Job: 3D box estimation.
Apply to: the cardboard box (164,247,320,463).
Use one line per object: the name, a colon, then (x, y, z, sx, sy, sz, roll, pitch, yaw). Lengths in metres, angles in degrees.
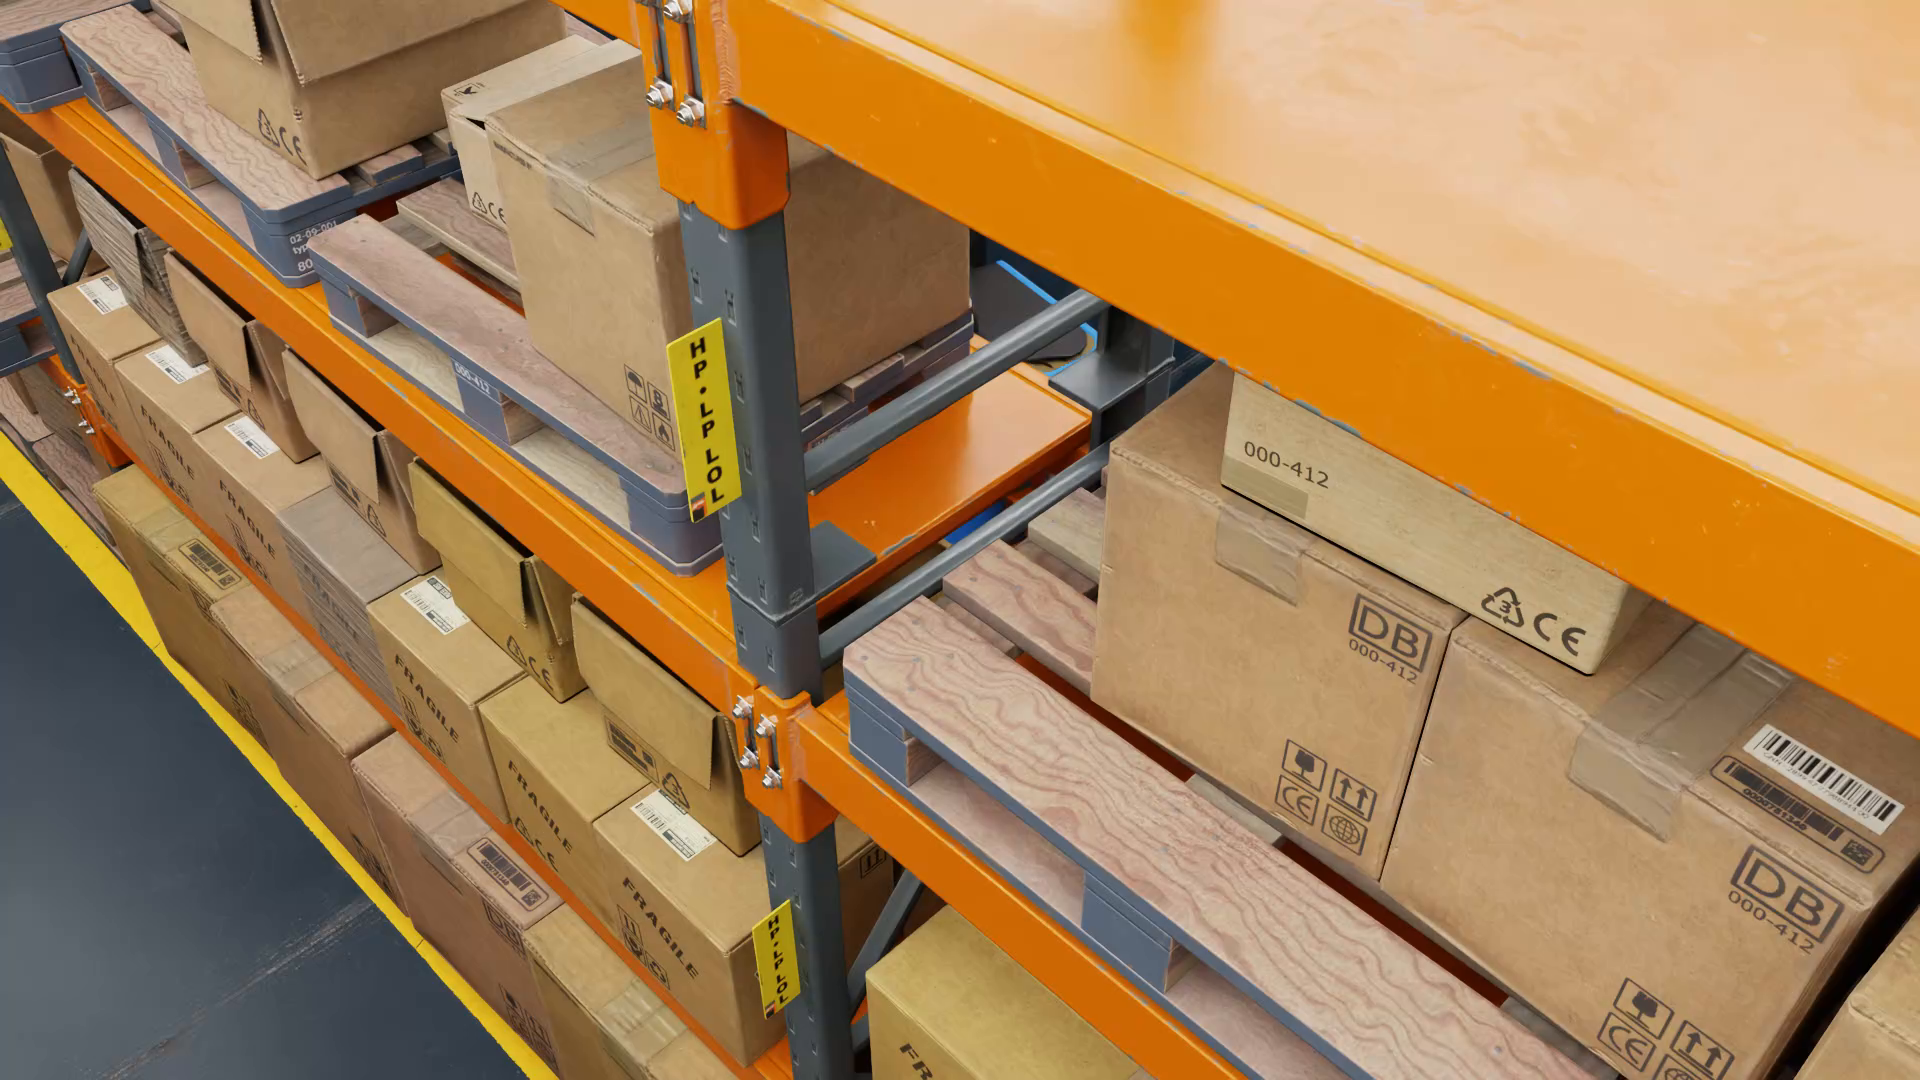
cardboard box: (-1.848, -0.680, 4.962, 0.797, 0.503, 0.637, -33, 52, -30)

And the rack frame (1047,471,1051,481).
rack frame: (0.405, -0.001, 6.478, 0.200, 1.050, 0.008, -26, 49, -25)

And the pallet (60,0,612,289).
pallet: (-1.527, -1.160, 4.224, 1.003, 0.211, 1.213, -32, 51, -30)

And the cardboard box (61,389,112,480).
cardboard box: (-3.298, -0.504, 7.103, 0.500, 0.500, 0.700, 31, 51, 29)

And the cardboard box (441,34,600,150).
cardboard box: (-0.932, -0.977, 3.762, 0.250, 0.149, 0.380, 32, 52, 30)

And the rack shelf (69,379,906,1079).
rack shelf: (-1.399, 0.277, 5.270, 1.077, 0.370, 4.000, -34, 53, -31)

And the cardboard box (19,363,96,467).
cardboard box: (-3.699, -0.764, 7.385, 0.500, 0.500, 0.700, 30, 50, 28)

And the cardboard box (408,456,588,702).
cardboard box: (-0.920, -0.069, 4.302, 0.797, 0.503, 0.637, -33, 52, -31)

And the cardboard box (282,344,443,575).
cardboard box: (-1.370, -0.360, 4.617, 0.797, 0.503, 0.637, -32, 52, -30)

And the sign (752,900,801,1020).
sign: (-0.364, 0.843, 3.333, 0.100, 0.325, 0.005, -34, 53, -31)

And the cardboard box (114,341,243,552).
cardboard box: (-2.295, -0.374, 5.371, 0.500, 0.500, 0.500, 33, 52, 30)

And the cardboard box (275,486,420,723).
cardboard box: (-1.579, 0.112, 4.845, 0.500, 0.500, 0.500, -34, 52, -31)

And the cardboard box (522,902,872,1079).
cardboard box: (-0.452, 1.302, 4.887, 1.225, 0.875, 0.875, -34, 52, -31)

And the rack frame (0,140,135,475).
rack frame: (-2.811, -0.948, 6.066, 1.000, 3.000, 0.127, -34, 53, -31)

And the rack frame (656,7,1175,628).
rack frame: (0.014, -1.229, 1.950, 1.000, 3.000, 0.127, -34, 53, -31)

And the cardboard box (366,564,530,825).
cardboard box: (-1.228, 0.355, 4.582, 0.500, 0.500, 0.500, 34, 52, 31)

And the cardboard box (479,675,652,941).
cardboard box: (-0.855, 0.602, 4.314, 0.500, 0.500, 0.500, -32, 52, -30)

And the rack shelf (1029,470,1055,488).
rack shelf: (0.334, -0.269, 6.365, 0.215, 0.259, 0.240, -26, 49, -25)

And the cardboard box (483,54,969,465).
cardboard box: (-0.403, -0.592, 3.088, 0.700, 0.500, 0.500, -33, 52, -30)

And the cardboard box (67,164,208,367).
cardboard box: (-2.306, -0.994, 5.303, 0.797, 0.503, 0.637, -32, 52, -30)

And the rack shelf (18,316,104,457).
rack shelf: (-4.224, -1.645, 7.350, 1.077, 0.370, 4.000, -34, 53, -31)

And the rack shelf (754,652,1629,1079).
rack shelf: (1.426, 1.098, 2.172, 1.077, 0.370, 4.000, -34, 53, -31)

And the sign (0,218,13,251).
sign: (-3.189, -1.079, 5.413, 0.100, 0.325, 0.005, -34, 53, -31)

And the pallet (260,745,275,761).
pallet: (-2.308, 0.491, 6.563, 1.003, 0.211, 1.213, -34, 53, -31)

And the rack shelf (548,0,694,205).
rack shelf: (-1.399, -1.779, 3.370, 1.077, 0.370, 4.000, -34, 53, -31)

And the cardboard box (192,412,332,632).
cardboard box: (-1.930, -0.129, 5.106, 0.500, 0.500, 0.500, 33, 52, 31)

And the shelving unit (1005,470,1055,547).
shelving unit: (0.334, -0.069, 6.551, 0.215, 1.050, 0.252, -26, 49, -25)

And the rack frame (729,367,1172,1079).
rack frame: (0.014, 0.974, 3.986, 1.000, 3.000, 0.127, -34, 53, -31)

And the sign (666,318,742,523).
sign: (-0.364, -0.168, 2.399, 0.100, 0.325, 0.005, -34, 53, -31)

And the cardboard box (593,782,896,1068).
cardboard box: (-0.510, 0.844, 4.053, 0.500, 0.500, 0.500, -34, 52, -31)

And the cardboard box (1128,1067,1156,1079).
cardboard box: (0.513, 1.238, 3.039, 0.500, 0.500, 0.500, -34, 53, -31)

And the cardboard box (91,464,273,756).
cardboard box: (-2.339, 0.020, 6.275, 0.875, 0.875, 1.225, 32, 51, 30)

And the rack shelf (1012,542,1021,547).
rack shelf: (0.334, 0.143, 6.747, 0.215, 0.259, 0.240, -26, 49, -25)

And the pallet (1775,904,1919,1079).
pallet: (1.441, 0.889, 1.933, 1.003, 0.211, 1.213, -34, 53, -31)

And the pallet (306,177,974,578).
pallet: (-0.669, -0.474, 3.484, 1.217, 0.209, 0.805, 32, 52, 30)

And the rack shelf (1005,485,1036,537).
rack shelf: (0.334, -0.061, 6.558, 0.215, 0.259, 0.240, -26, 49, -25)

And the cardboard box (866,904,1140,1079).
cardboard box: (0.171, 0.997, 3.299, 0.500, 0.500, 0.500, -34, 53, -31)

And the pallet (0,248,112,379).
pallet: (-3.390, -1.169, 6.446, 1.213, 0.211, 1.003, -34, 53, -31)

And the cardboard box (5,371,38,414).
cardboard box: (-4.104, -1.033, 7.676, 0.700, 0.500, 0.500, -30, 50, -28)

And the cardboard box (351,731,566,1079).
cardboard box: (-1.084, 0.873, 5.351, 0.875, 0.875, 1.225, 32, 52, 30)

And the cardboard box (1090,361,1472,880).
cardboard box: (0.609, -0.008, 2.381, 0.500, 0.500, 0.700, 31, 51, 29)

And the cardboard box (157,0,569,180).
cardboard box: (-1.353, -1.270, 3.819, 0.637, 0.503, 0.797, 34, 52, 31)

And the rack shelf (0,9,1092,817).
rack shelf: (-1.399, -0.824, 4.252, 1.077, 0.370, 4.000, -34, 53, -31)

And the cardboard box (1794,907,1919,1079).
cardboard box: (1.254, 0.572, 1.754, 0.700, 0.500, 0.500, -32, 51, -30)

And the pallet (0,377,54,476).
pallet: (-4.219, -0.886, 8.053, 1.003, 0.211, 1.213, -34, 53, -31)

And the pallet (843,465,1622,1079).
pallet: (0.584, 0.303, 2.567, 1.003, 0.211, 1.213, -34, 53, -31)

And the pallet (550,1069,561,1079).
pallet: (-0.585, 1.664, 5.294, 1.003, 0.211, 1.213, -34, 53, -31)

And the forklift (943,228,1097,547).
forklift: (-0.633, -1.663, 6.890, 1.130, 2.935, 3.031, -26, 49, -25)

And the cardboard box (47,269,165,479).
cardboard box: (-2.661, -0.621, 5.638, 0.500, 0.500, 0.500, -33, 52, -30)

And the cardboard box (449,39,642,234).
cardboard box: (-0.697, -0.819, 3.473, 0.500, 0.311, 0.500, 32, 52, 30)

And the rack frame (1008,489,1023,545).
rack frame: (0.263, -0.136, 6.624, 0.200, 1.050, 0.008, -26, 49, -25)

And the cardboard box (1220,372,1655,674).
cardboard box: (0.673, -0.176, 2.010, 0.500, 0.250, 0.500, 31, 51, 29)

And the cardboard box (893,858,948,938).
cardboard box: (-0.134, 0.597, 4.321, 0.500, 0.500, 0.500, -34, 52, -31)

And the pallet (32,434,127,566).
pallet: (-3.362, -0.300, 7.419, 1.003, 0.211, 1.213, -34, 53, -31)

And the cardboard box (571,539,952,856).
cardboard box: (-0.443, 0.266, 3.939, 0.637, 0.503, 0.797, 33, 52, 30)

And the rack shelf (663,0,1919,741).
rack shelf: (1.426, 0.143, 1.290, 1.077, 0.370, 4.000, -34, 53, -31)

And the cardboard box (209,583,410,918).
cardboard box: (-1.714, 0.452, 5.807, 1.225, 0.875, 0.875, -34, 52, -31)

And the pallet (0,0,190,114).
pallet: (-2.319, -1.696, 4.804, 1.213, 0.211, 1.003, -32, 51, -30)

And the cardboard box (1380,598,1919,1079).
cardboard box: (0.986, 0.253, 2.099, 0.700, 0.500, 0.500, -31, 51, -29)

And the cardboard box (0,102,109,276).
cardboard box: (-3.221, -1.379, 6.149, 0.500, 0.500, 0.500, 28, 50, 27)
